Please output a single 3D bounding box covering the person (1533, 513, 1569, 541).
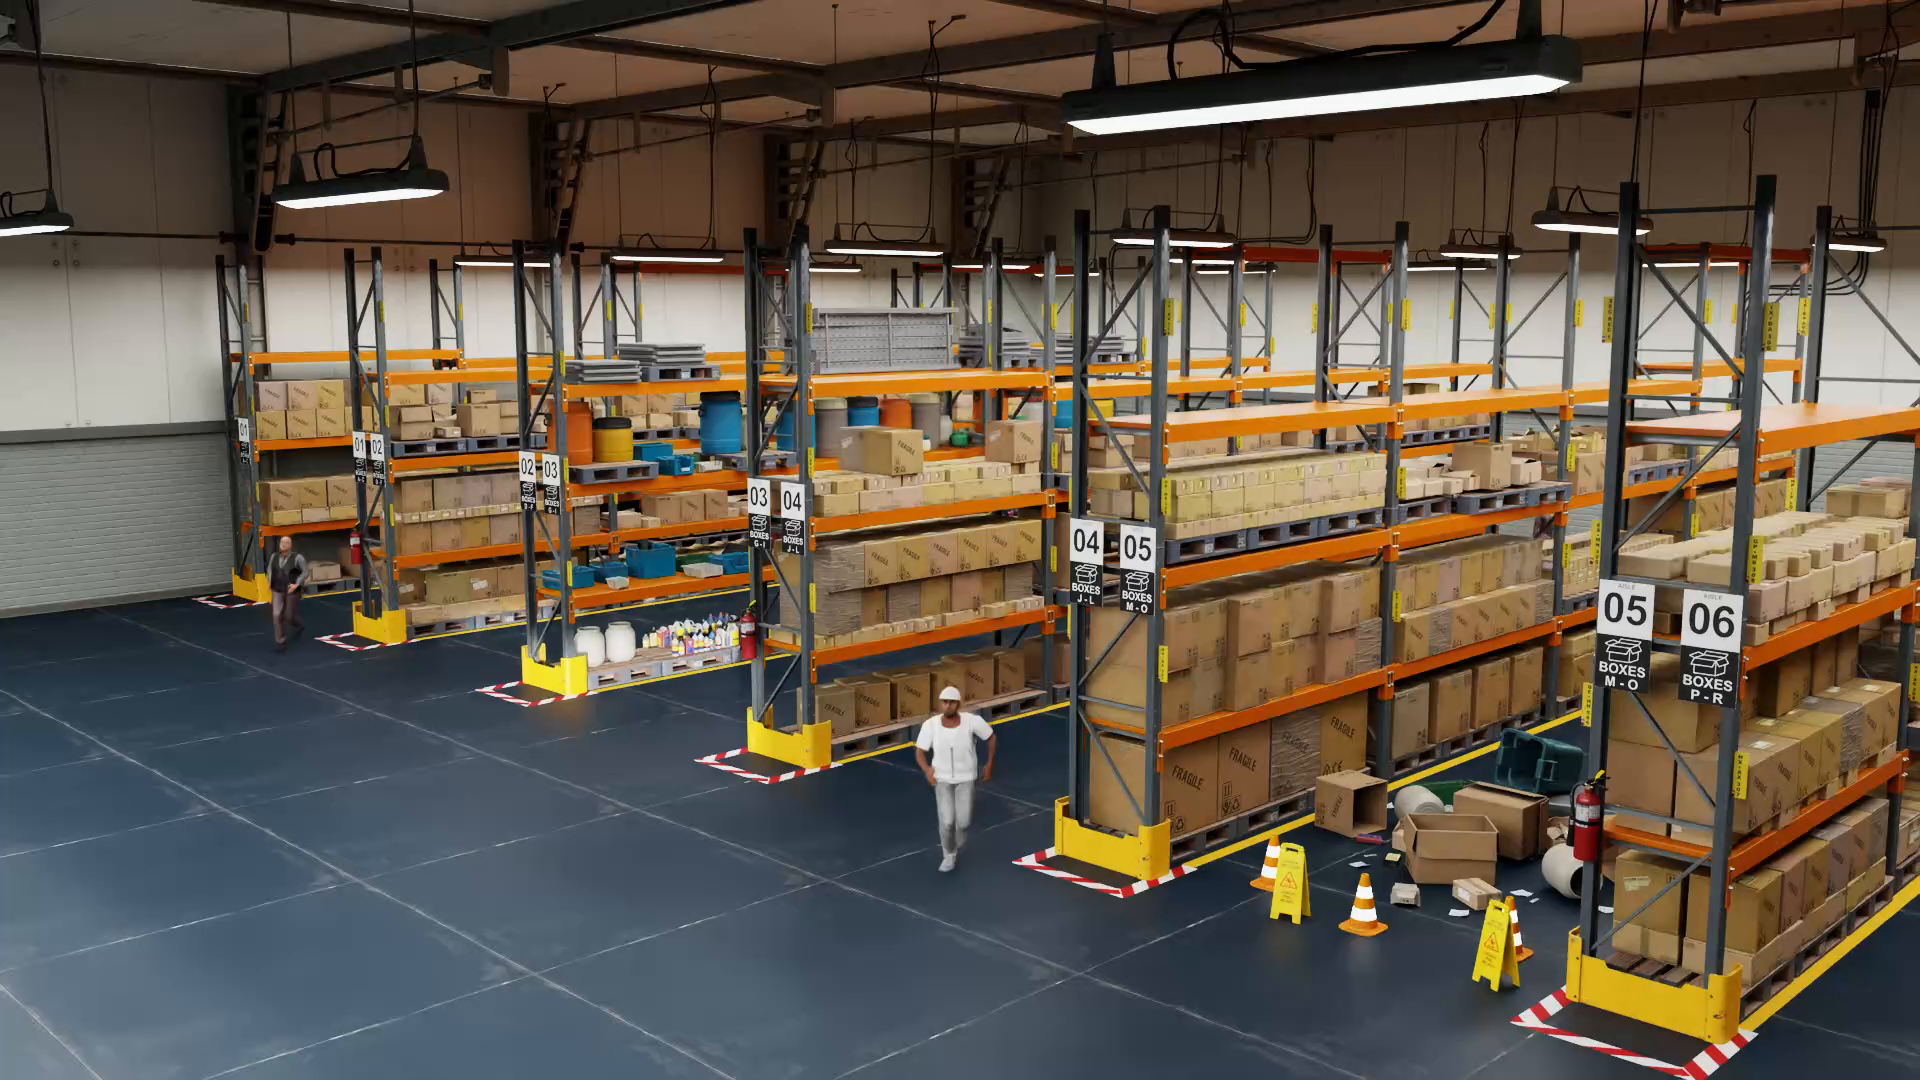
[{"bbox_3d":[10.528,0.119,29.575,0.724,1.783,0.699,-1,8,-9],"label":"person"}]

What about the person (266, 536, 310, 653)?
[{"bbox_3d":[-10.144,0.790,25.094,0.670,1.704,0.854,-1,8,-4],"label":"person"}]

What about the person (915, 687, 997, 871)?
[{"bbox_3d":[-0.044,2.183,15.195,0.739,1.724,0.646,1,8,4],"label":"person"}]
